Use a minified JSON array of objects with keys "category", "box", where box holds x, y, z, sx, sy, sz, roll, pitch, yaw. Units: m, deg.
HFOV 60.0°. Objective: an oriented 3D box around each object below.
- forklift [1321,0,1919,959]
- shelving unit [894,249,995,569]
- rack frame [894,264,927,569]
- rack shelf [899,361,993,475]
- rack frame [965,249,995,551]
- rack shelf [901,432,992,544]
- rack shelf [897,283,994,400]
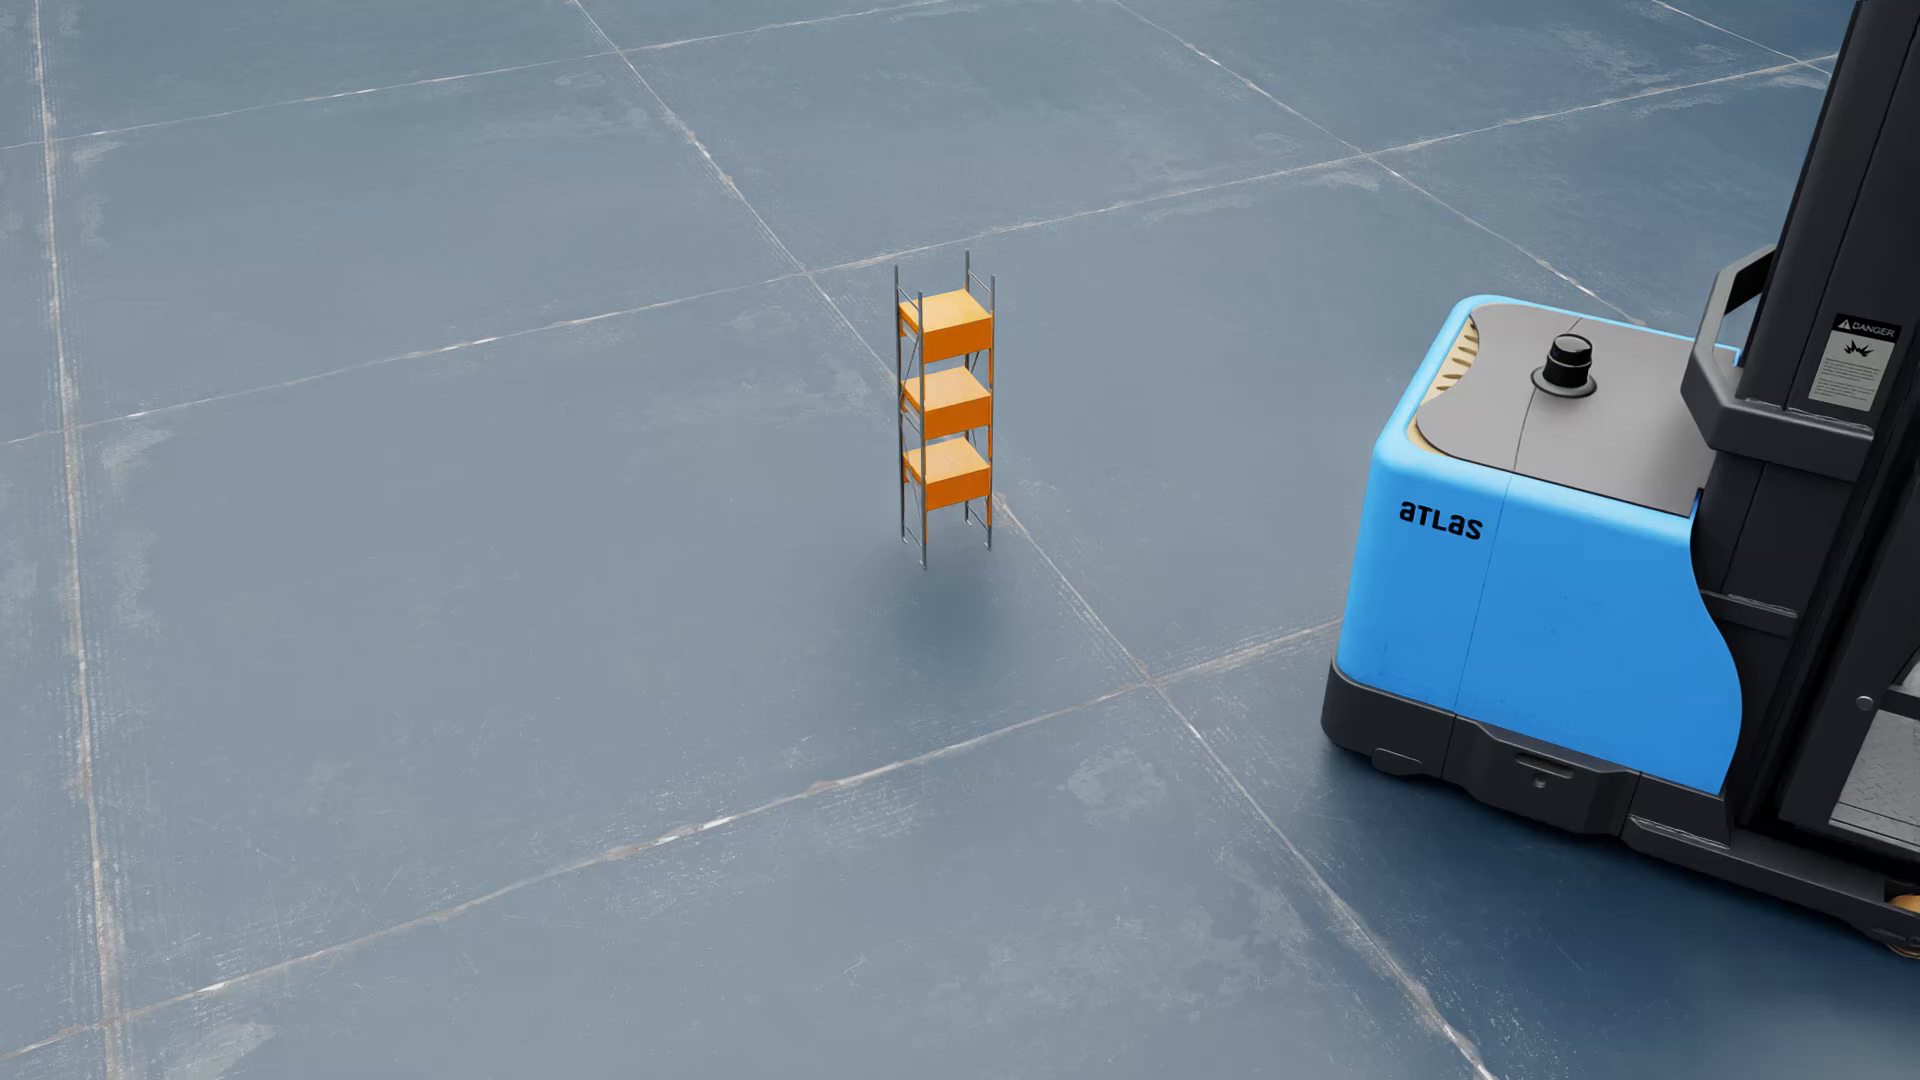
[{"category":"forklift","box":[2.612,-0.408,3.839,3.031,2.935,1.130,17,40,22]},{"category":"shelving unit","box":[-0.048,-0.408,5.419,0.252,1.050,0.215,-16,39,-20]},{"category":"rack frame","box":[-0.159,-0.377,5.377,0.008,1.050,0.200,-16,39,-20]},{"category":"rack shelf","box":[-0.048,-0.400,5.425,0.240,0.259,0.215,-16,39,-20]},{"category":"rack frame","box":[0.062,-0.439,5.461,0.008,1.050,0.200,-16,39,-20]},{"category":"rack shelf","box":[-0.048,-0.176,5.591,0.240,0.259,0.215,-16,39,-20]},{"category":"rack shelf","box":[-0.048,-0.628,5.256,0.240,0.259,0.215,-16,39,-20]}]
